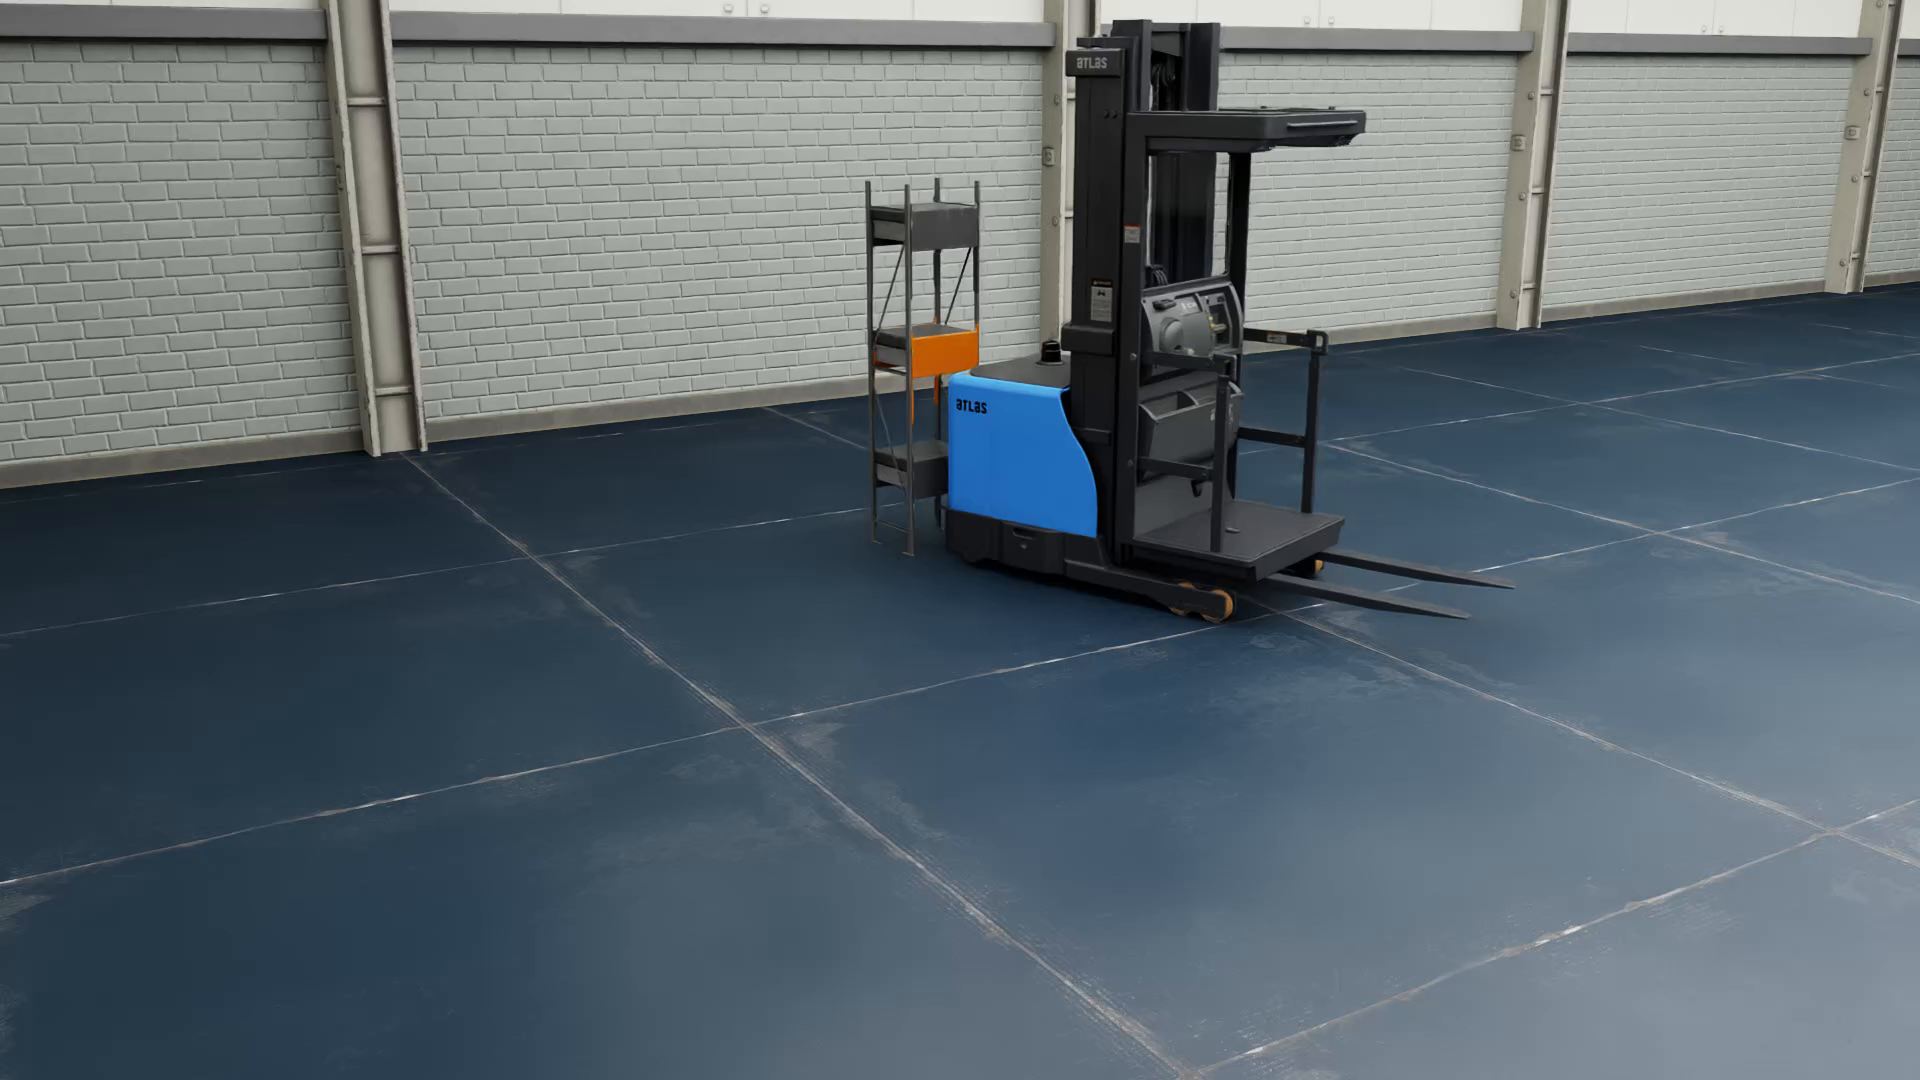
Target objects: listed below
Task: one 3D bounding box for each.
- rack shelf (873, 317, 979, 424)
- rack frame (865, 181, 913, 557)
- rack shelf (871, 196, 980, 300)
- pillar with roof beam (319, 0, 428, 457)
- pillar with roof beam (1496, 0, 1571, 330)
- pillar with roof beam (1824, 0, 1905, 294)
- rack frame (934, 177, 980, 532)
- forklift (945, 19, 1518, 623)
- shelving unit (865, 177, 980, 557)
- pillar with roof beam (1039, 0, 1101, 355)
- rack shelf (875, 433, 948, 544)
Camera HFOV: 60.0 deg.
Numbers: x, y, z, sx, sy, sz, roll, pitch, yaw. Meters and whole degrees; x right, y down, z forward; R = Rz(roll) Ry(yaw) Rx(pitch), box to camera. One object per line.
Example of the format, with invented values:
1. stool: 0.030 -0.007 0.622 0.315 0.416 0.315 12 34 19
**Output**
1. rack shelf: -0.208 -0.984 9.579 0.480 0.518 0.431 -12 20 -37
2. rack frame: -0.399 -0.956 9.429 0.015 2.100 0.400 -12 20 -37
3. rack shelf: -0.208 -1.658 9.390 0.480 0.518 0.431 -12 20 -37
4. pillar with roof beam: -1.954 -4.005 7.525 0.400 9.000 9.100 -9 18 -30
5. pillar with roof beam: 8.332 -5.673 13.476 0.400 9.000 9.100 -9 18 -30
6. pillar with roof beam: 13.475 -6.507 16.451 0.400 9.000 9.100 -9 18 -30
7. rack frame: -0.017 -1.038 9.721 0.015 2.100 0.400 -12 20 -37
8. forklift: 1.388 -1.155 8.599 3.031 2.935 1.130 12 20 37
9. shelving unit: -0.208 -0.997 9.575 0.503 2.100 0.431 -12 20 -37
10. pillar with roof beam: 3.189 -4.839 10.501 0.400 9.000 9.100 -9 18 -30
11. rack shelf: -0.208 -0.310 9.768 0.480 0.518 0.431 -12 20 -37
